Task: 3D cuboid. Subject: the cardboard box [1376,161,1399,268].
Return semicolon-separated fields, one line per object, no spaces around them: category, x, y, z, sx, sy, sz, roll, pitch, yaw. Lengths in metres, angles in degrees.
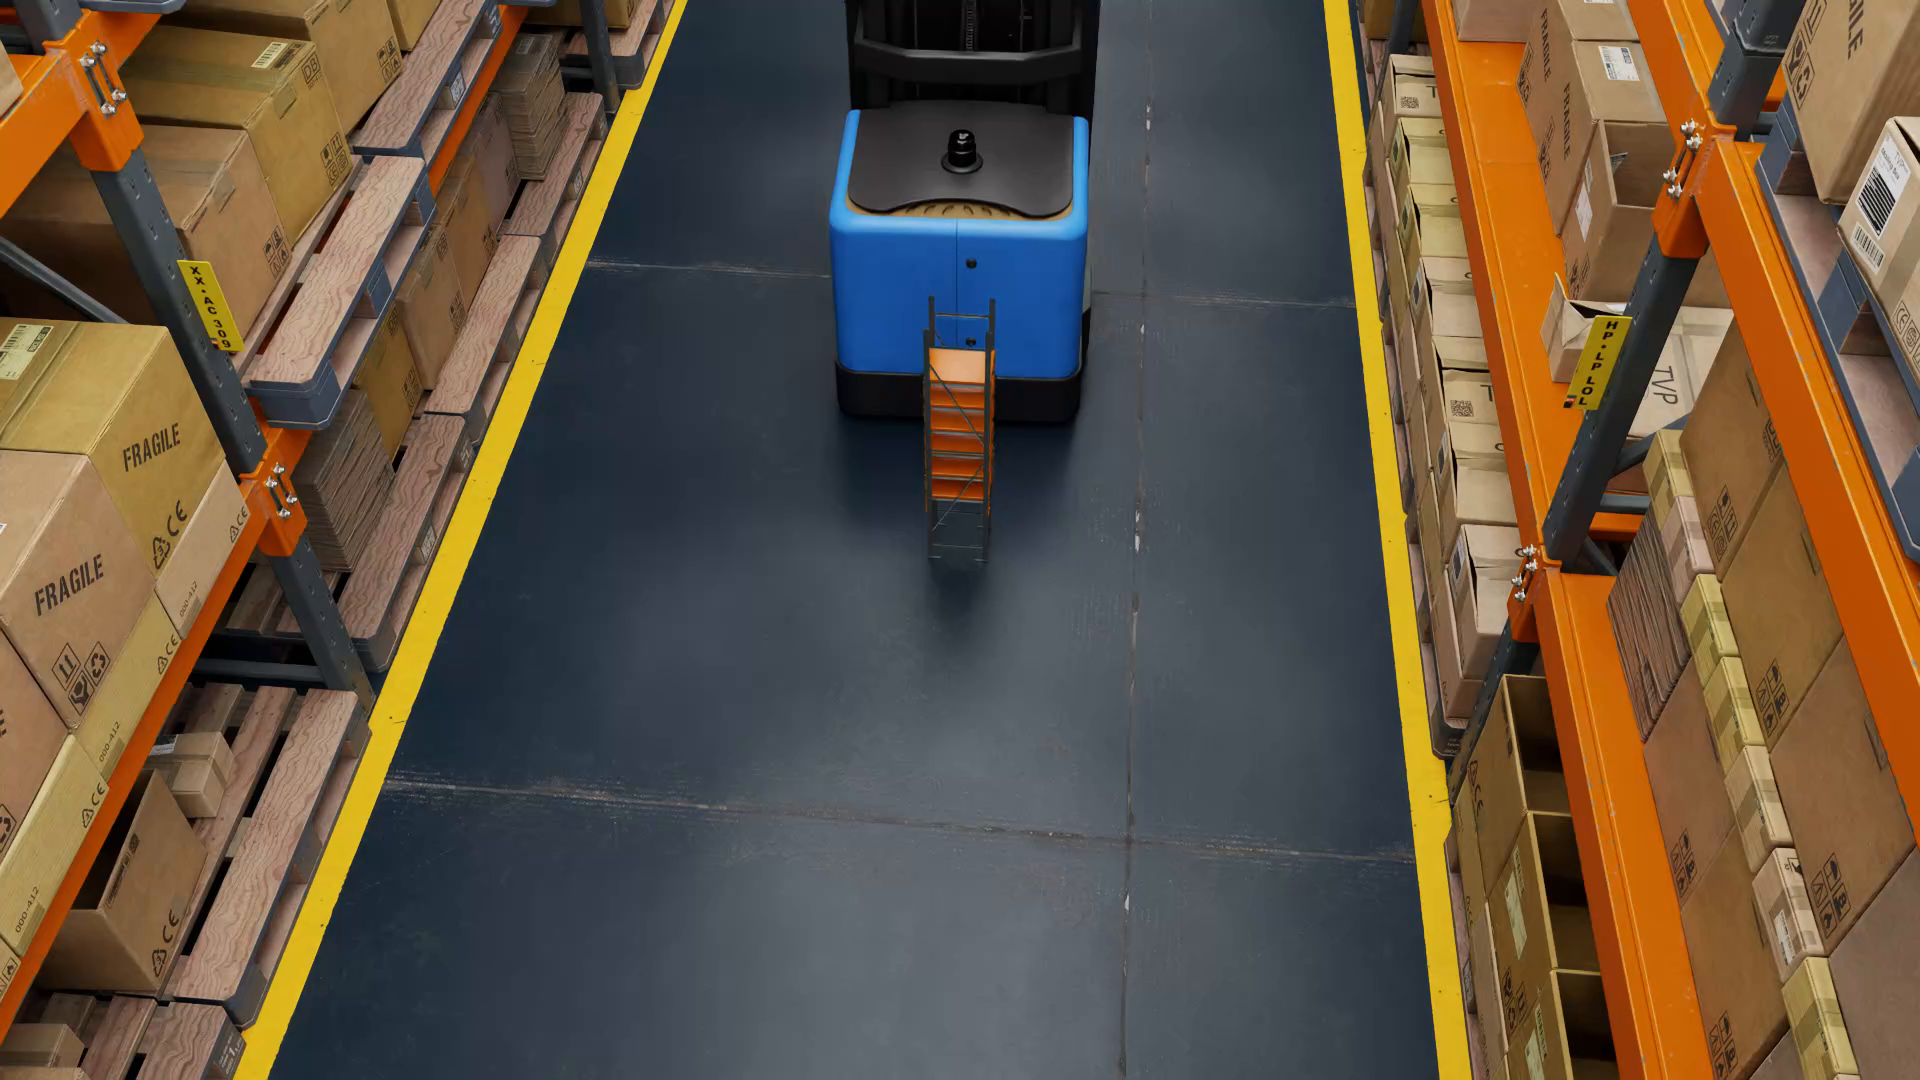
cardboard box;2.224;-1.496;7.690;0.500;0.250;0.500;3;48;2

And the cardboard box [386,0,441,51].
cardboard box;-2.448;-2.266;6.450;0.700;0.500;0.500;4;48;4

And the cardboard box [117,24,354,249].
cardboard box;-2.550;-1.371;5.632;0.700;0.500;0.500;8;48;8

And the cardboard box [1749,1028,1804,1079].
cardboard box;2.074;1.349;3.442;0.700;0.500;0.500;5;48;5

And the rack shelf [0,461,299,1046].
rack shelf;-2.871;1.305;4.037;1.077;0.370;4.000;4;48;4

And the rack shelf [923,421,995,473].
rack shelf;-0.001;-0.364;6.356;0.258;0.103;0.180;4;48;4

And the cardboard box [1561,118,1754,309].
cardboard box;2.379;-1.061;5.646;0.500;0.500;0.500;7;48;6

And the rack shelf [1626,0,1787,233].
rack shelf;2.427;-2.316;5.316;1.077;0.370;4.000;4;48;4

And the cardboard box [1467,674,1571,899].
cardboard box;1.891;0.776;5.104;0.500;0.500;0.500;4;48;4

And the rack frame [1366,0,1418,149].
rack frame;2.610;-3.016;7.502;1.000;3.000;0.127;4;48;4

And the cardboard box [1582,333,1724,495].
cardboard box;2.246;-0.391;5.202;0.500;0.250;0.500;7;48;6

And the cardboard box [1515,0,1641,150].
cardboard box;2.473;-1.816;6.336;0.500;0.500;0.500;2;48;1

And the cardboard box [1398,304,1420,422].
cardboard box;2.136;-0.736;6.995;0.500;0.250;0.500;5;48;4

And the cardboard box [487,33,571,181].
cardboard box;-2.338;-2.119;8.077;0.700;0.500;0.500;4;48;4

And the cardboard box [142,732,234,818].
cardboard box;-2.707;0.796;5.637;0.380;0.166;0.250;-2;48;-2

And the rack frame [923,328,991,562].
rack frame;-0.010;-0.327;6.262;0.240;1.200;0.006;4;48;4

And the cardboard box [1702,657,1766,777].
cardboard box;1.961;0.422;3.850;0.380;0.149;0.250;3;48;3

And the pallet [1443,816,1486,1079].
pallet;2.131;1.446;5.311;1.003;0.211;1.213;4;48;4

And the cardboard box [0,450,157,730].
cardboard box;-2.463;0.119;4.214;0.500;0.500;0.500;4;48;3

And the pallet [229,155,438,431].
pallet;-2.474;-0.894;5.691;1.003;0.211;1.213;4;48;4

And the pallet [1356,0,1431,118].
pallet;2.715;-2.621;9.030;1.003;0.211;1.213;4;48;4

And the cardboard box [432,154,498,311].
cardboard box;-2.517;-1.381;7.402;0.700;0.500;0.500;4;48;3

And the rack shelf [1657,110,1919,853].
rack shelf;2.063;0.623;2.628;1.077;0.370;4.000;4;48;4

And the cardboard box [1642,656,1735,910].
cardboard box;2.169;0.604;4.123;0.700;0.500;0.500;3;48;3

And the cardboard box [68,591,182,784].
cardboard box;-2.483;0.370;4.492;0.500;0.250;0.500;4;48;4

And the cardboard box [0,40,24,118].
cardboard box;-2.488;-1.071;3.608;0.500;0.500;0.500;5;48;5

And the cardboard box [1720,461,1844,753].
cardboard box;2.166;0.149;3.660;0.700;0.500;0.500;4;48;3

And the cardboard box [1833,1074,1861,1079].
cardboard box;1.865;1.176;3.160;0.380;0.149;0.250;3;48;3

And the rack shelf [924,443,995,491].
rack shelf;-0.001;-0.283;6.445;0.258;0.103;0.180;4;48;4

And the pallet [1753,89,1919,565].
pallet;2.193;-0.431;3.165;1.003;0.211;1.213;4;48;4

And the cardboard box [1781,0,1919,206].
cardboard box;1.937;-0.960;3.141;0.500;0.500;0.500;7;48;7

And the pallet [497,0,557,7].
pallet;-2.283;-2.751;7.389;1.213;0.211;1.003;4;48;4

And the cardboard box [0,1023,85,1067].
cardboard box;-2.854;1.580;4.932;0.380;0.149;0.250;0;48;0

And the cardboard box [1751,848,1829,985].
cardboard box;1.914;0.802;3.502;0.380;0.149;0.250;3;48;2

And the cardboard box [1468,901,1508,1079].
cardboard box;1.850;1.397;5.044;0.500;0.250;0.500;4;48;4

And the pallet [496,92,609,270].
pallet;-2.397;-1.831;8.308;1.003;0.211;1.213;4;48;4

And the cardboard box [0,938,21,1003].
cardboard box;-2.559;1.111;3.815;0.500;0.250;0.500;4;48;4

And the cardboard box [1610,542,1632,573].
cardboard box;2.531;0.233;5.729;0.500;0.311;0.500;4;48;4

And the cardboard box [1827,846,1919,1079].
cardboard box;2.074;0.884;2.987;0.700;0.500;0.500;4;48;4

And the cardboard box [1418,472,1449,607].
cardboard box;2.042;0.013;6.310;0.500;0.250;0.500;3;48;3

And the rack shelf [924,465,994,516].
rack shelf;-0.001;-0.202;6.533;0.258;0.103;0.180;4;48;4

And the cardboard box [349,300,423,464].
cardboard box;-2.641;-0.637;6.722;0.700;0.500;0.500;3;48;3

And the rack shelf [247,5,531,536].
rack shelf;-2.506;-1.634;6.725;1.077;0.370;4.000;4;48;4

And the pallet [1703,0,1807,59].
pallet;2.312;-1.674;4.371;0.805;0.209;1.217;2;48;2

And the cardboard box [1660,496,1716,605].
cardboard box;2.005;0.039;4.200;0.380;0.149;0.250;5;48;4

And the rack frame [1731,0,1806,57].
rack frame;2.245;-2.102;2.600;1.000;3.000;0.127;4;48;4

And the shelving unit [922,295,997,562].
shelving unit;-0.001;-0.394;6.323;0.258;1.200;0.189;4;48;4

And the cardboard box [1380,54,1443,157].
cardboard box;2.269;-2.054;7.821;0.500;0.311;0.500;5;48;5

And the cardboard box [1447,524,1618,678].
cardboard box;1.996;0.203;5.756;0.500;0.311;0.500;4;48;4

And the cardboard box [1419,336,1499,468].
cardboard box;2.085;-0.546;6.441;0.500;0.311;0.500;4;48;3

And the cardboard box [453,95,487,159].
cardboard box;-2.452;-1.957;7.421;0.500;0.250;0.500;5;48;4

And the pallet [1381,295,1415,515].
pallet;2.382;-0.579;7.162;1.003;0.211;1.213;4;48;4

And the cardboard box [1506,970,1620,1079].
cardboard box;1.800;1.511;4.432;0.500;0.500;0.500;4;48;4

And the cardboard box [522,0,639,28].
cardboard box;-2.126;-3.294;8.929;0.750;0.750;0.750;3;48;3

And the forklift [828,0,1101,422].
forklift;0.069;-2.579;7.149;1.130;2.935;3.031;2;48;2

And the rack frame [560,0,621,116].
rack frame;-2.324;-3.347;7.804;1.000;3.000;0.127;4;48;4

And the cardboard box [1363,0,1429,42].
cardboard box;2.461;-3.024;8.905;0.500;0.500;0.500;6;48;5

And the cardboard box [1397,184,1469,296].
cardboard box;2.181;-1.293;7.125;0.500;0.311;0.500;3;48;2

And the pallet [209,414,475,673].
pallet;-2.619;-0.038;6.668;1.003;0.211;1.213;4;48;4

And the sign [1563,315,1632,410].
sign;1.704;-0.470;4.442;0.100;0.325;0.005;4;48;4
